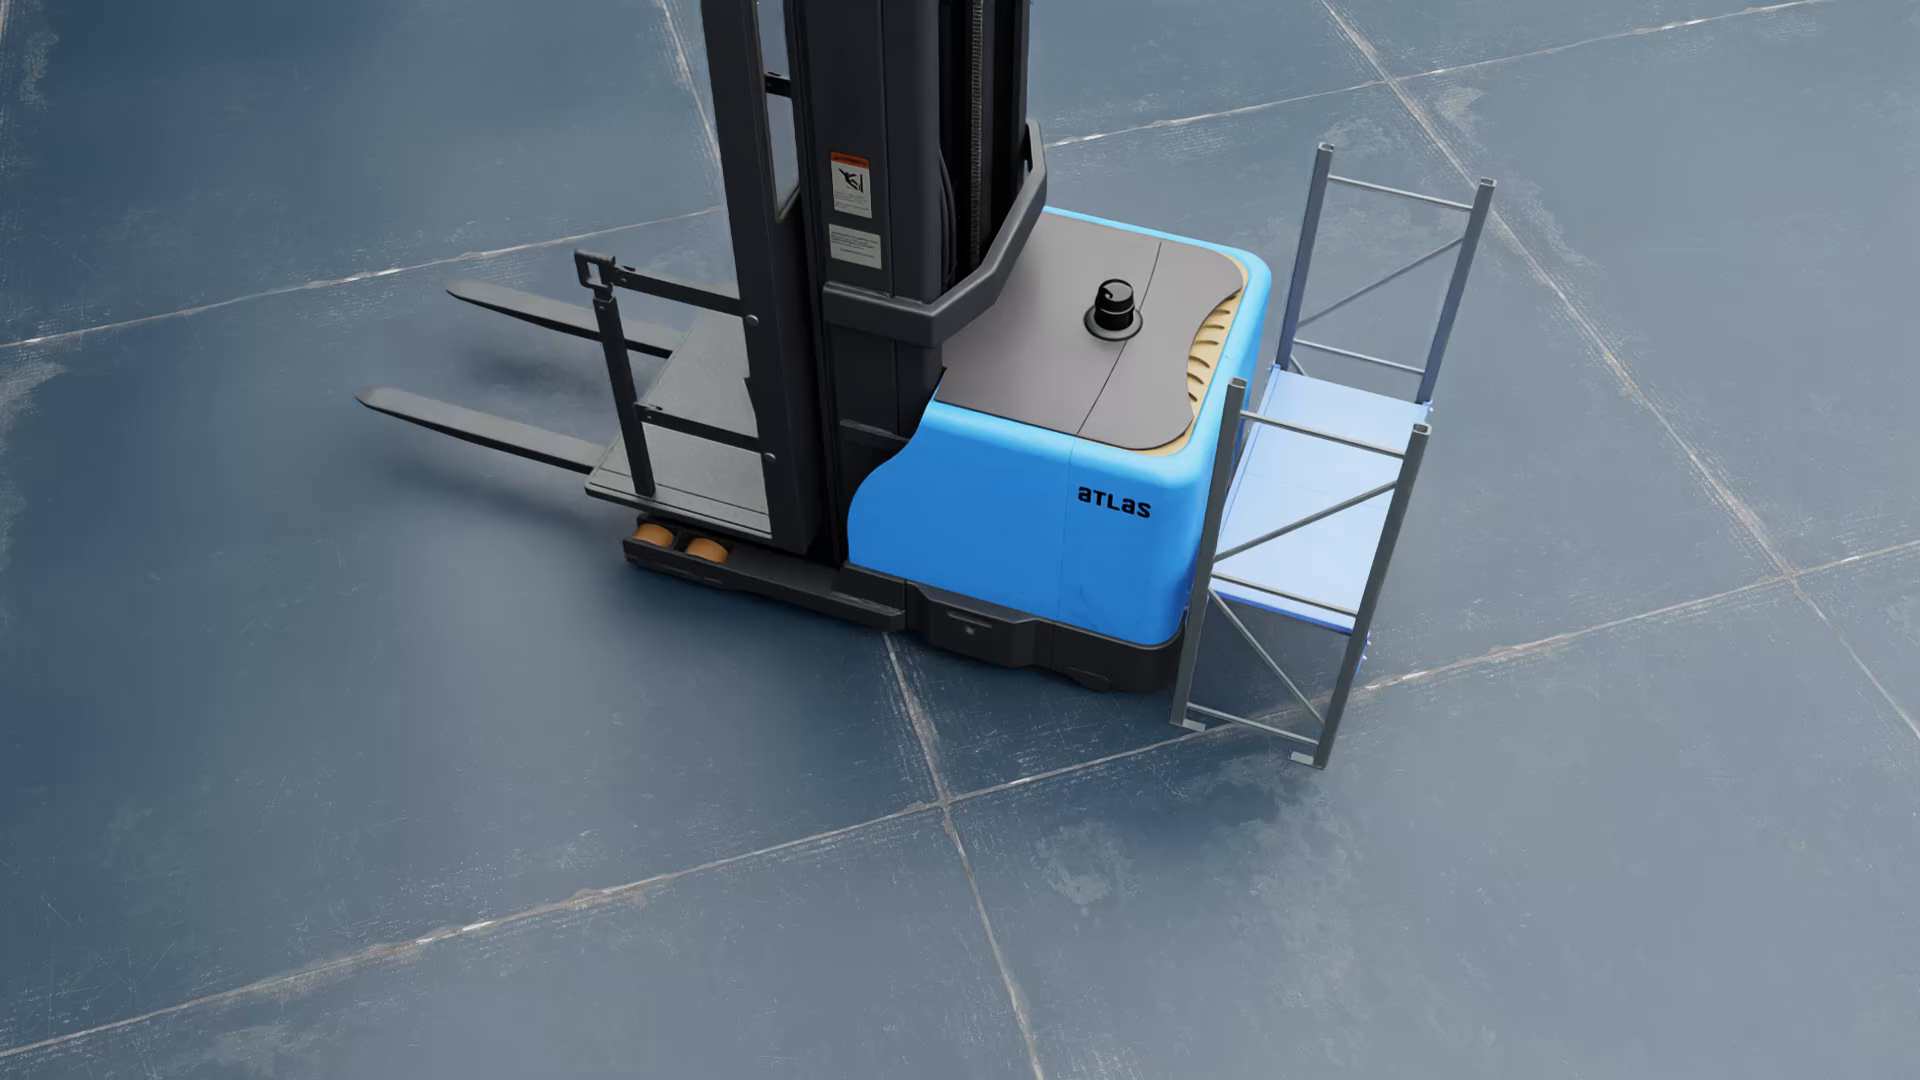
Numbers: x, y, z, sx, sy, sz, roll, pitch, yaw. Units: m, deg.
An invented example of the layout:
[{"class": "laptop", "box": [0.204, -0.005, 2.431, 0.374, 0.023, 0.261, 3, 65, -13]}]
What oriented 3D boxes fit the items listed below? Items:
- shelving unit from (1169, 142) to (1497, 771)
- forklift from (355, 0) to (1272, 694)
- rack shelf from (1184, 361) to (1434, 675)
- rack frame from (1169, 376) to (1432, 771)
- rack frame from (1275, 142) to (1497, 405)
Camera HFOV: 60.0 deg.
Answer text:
[{"class": "shelving unit", "box": [1.079, -0.211, 4.947, 0.538, 1.500, 1.048, 16, 52, 13]}, {"class": "forklift", "box": [-0.606, -1.156, 4.808, 3.031, 2.935, 1.130, 15, 52, 13]}, {"class": "rack shelf", "box": [1.079, -0.095, 5.084, 0.538, 0.185, 1.000, 16, 52, 13]}, {"class": "rack frame", "box": [0.901, 0.153, 4.640, 0.500, 1.500, 0.032, 16, 52, 13]}, {"class": "rack frame", "box": [1.257, -0.575, 5.254, 0.500, 1.500, 0.032, 16, 52, 13]}]
